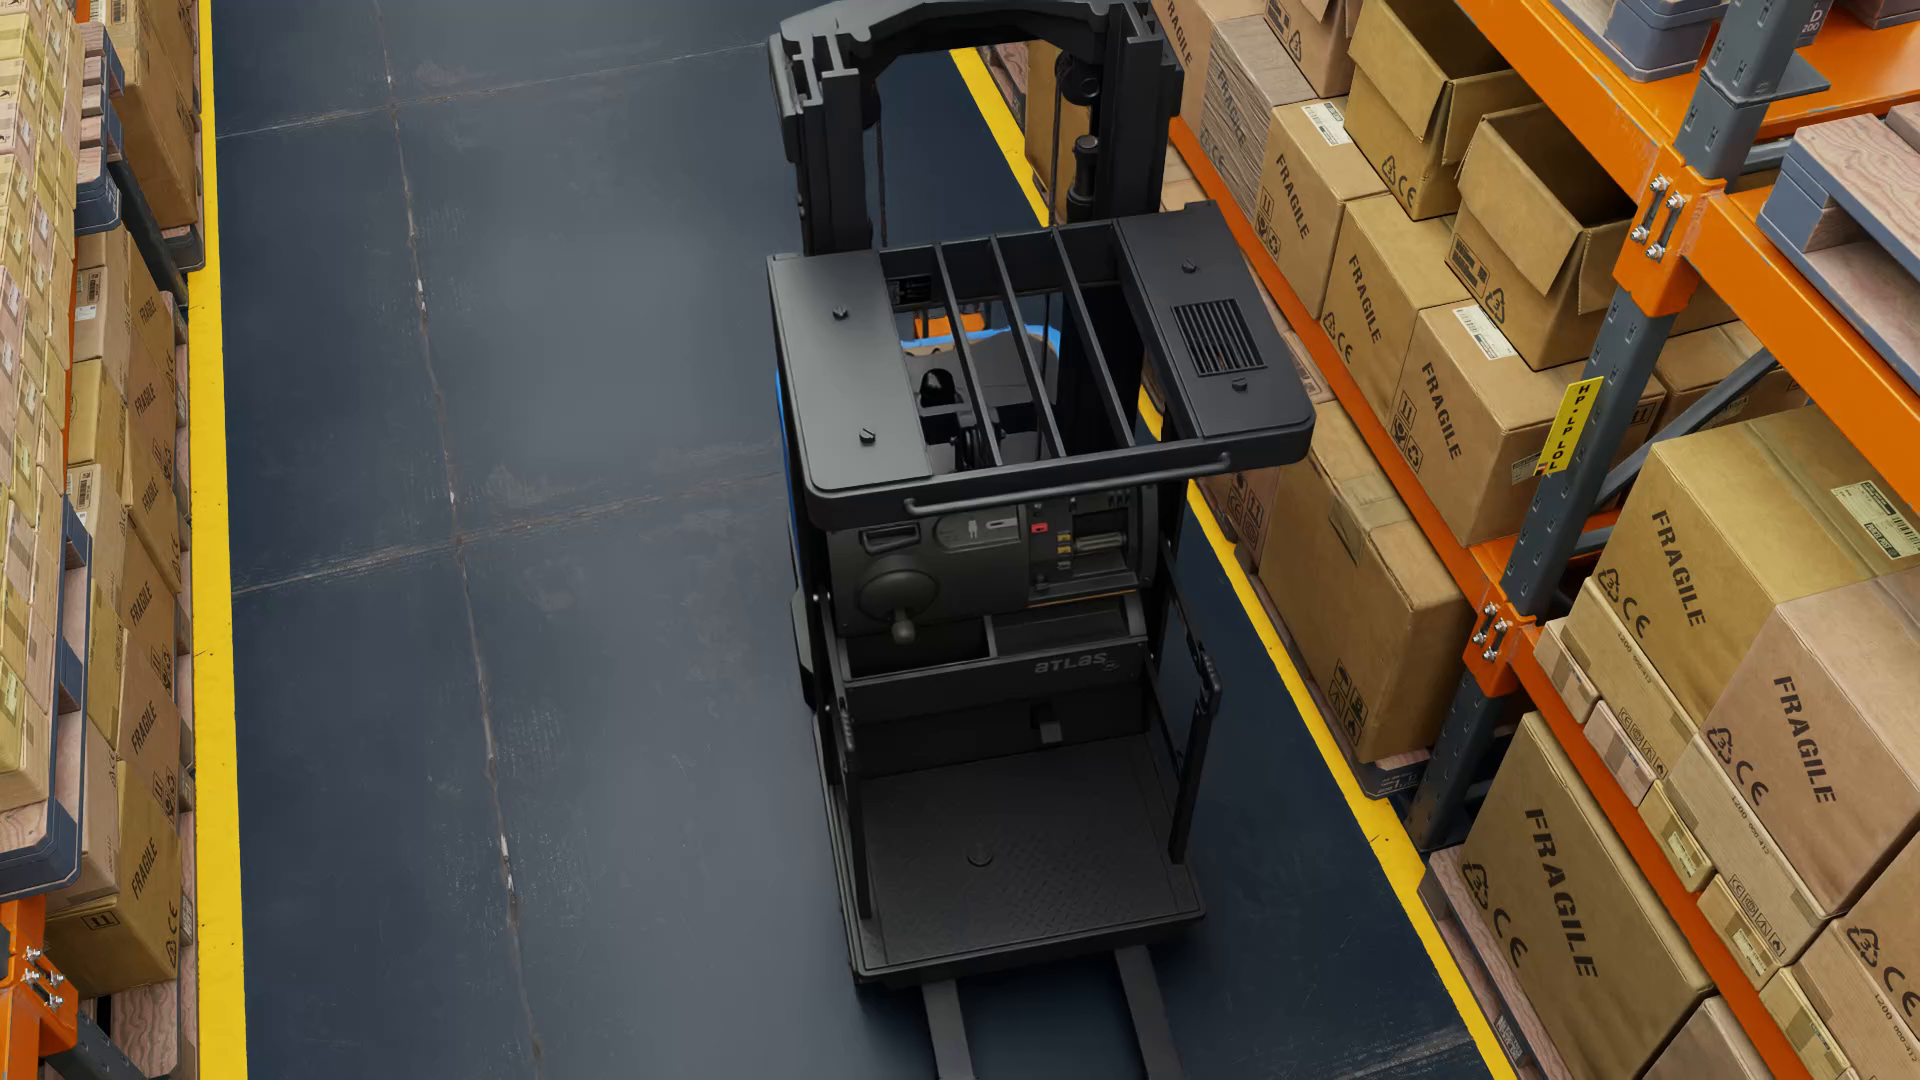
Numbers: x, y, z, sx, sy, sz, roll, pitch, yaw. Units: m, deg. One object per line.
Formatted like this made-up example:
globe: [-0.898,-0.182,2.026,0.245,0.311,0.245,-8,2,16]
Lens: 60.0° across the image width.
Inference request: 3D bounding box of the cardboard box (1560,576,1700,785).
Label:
cardboard box: [1.907,0.296,4.232,0.500,0.250,0.500,-14,51,-12]

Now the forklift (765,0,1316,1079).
forklift: [0.140,0.156,4.491,1.130,2.935,3.031,-8,50,-7]

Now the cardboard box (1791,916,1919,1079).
cardboard box: [2.208,1.037,3.607,0.500,0.250,0.500,-12,51,-10]

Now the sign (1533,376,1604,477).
sign: [1.503,-0.277,4.106,0.100,0.325,0.005,-13,51,-11]

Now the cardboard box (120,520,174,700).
cardboard box: [-3.041,0.294,5.690,0.500,0.500,0.500,-13,51,-10]

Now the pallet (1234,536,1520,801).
pallet: [1.718,0.293,6.154,1.003,0.211,1.213,-13,51,-11]

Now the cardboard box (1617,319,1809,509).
cardboard box: [2.121,-0.484,4.920,0.500,0.500,0.500,-13,51,-11]

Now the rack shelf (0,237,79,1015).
rack shelf: [-3.341,-0.240,5.251,1.077,0.370,4.000,-13,51,-11]

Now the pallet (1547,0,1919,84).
pallet: [1.700,-1.623,4.109,0.805,0.209,1.217,-15,52,-12]

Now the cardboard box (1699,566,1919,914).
cardboard box: [2.054,0.421,3.636,0.500,0.500,0.500,-13,51,-11]

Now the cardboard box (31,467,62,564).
cardboard box: [-2.658,-0.026,4.489,0.380,0.149,0.250,-13,51,-11]

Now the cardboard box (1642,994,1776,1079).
cardboard box: [2.403,1.648,4.304,0.875,0.875,0.875,-13,51,-11]

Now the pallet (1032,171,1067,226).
pallet: [0.996,-1.489,7.657,1.003,0.211,1.213,-13,51,-11]

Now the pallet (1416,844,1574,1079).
pallet: [2.168,1.413,5.211,1.003,0.211,1.213,-13,51,-11]

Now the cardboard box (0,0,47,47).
cardboard box: [-3.278,-1.741,5.546,0.380,0.149,0.250,-14,51,-11]

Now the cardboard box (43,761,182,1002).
cardboard box: [-2.715,1.059,5.045,0.500,0.500,0.500,-12,51,-10]

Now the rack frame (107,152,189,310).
rack frame: [-3.933,-1.933,6.207,1.000,3.000,0.127,-13,51,-11]

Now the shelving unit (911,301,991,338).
shelving unit: [-0.031,-0.518,6.192,0.258,1.200,0.189,-8,50,-7]

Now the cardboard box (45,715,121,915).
cardboard box: [-2.716,0.818,4.758,0.500,0.250,0.500,-15,52,-13]

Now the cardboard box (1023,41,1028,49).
cardboard box: [0.618,-2.801,8.287,0.700,0.500,0.500,-16,52,-13]

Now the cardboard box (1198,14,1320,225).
cardboard box: [1.175,-1.481,5.761,0.500,0.500,0.500,-13,51,-11]

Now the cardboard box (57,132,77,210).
cardboard box: [-3.129,-1.178,5.461,0.380,0.149,0.250,-14,51,-11]

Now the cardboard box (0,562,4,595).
cardboard box: [-2.515,0.149,3.953,0.380,0.149,0.250,-12,51,-10]

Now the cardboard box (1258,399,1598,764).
cardboard box: [1.810,0.028,5.670,1.225,0.875,0.875,-13,51,-11]

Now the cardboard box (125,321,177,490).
cardboard box: [-3.338,-0.461,6.327,0.500,0.500,0.500,-11,51,-10]

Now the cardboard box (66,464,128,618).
cardboard box: [-3.022,0.056,5.400,0.500,0.250,0.500,-12,51,-10]

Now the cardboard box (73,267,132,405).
cardboard box: [-3.320,-0.698,6.036,0.500,0.250,0.500,-13,51,-10]

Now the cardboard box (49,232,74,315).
cardboard box: [-2.973,-0.793,5.136,0.380,0.149,0.250,-12,51,-10]

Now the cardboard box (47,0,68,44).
cardboard box: [-3.352,-1.825,5.812,0.380,0.149,0.250,-12,51,-10]

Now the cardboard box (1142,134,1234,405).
cardboard box: [1.276,-1.269,6.763,1.225,0.875,0.875,-13,51,-11]

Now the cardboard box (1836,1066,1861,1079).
cardboard box: [2.172,1.260,3.680,0.380,0.149,0.250,-13,51,-11]

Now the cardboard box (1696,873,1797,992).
cardboard box: [2.024,0.889,3.993,0.380,0.149,0.250,-15,51,-12]

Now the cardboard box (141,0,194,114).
cardboard box: [-4.289,-2.446,7.837,1.050,0.750,0.750,-13,51,-10]

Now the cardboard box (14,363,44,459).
cardboard box: [-2.742,-0.317,4.540,0.380,0.149,0.250,-11,51,-10]

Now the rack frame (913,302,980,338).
rack frame: [-0.048,-0.587,6.250,0.240,1.200,0.006,-8,50,-7]

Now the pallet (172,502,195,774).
pallet: [-3.346,0.426,6.042,1.003,0.211,1.213,-13,51,-11]

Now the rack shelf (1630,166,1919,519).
rack shelf: [2.610,0.667,2.524,1.077,0.370,4.000,-13,51,-11]

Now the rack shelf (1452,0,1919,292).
rack shelf: [1.427,-2.255,4.987,1.077,0.370,4.000,-13,51,-11]

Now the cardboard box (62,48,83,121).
cardboard box: [-3.276,-1.549,5.773,0.380,0.149,0.250,-13,51,-11]

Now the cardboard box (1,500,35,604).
cardboard box: [-2.582,0.069,4.214,0.380,0.149,0.250,-12,51,-10]

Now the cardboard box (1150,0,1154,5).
cardboard box: [0.874,-2.220,6.384,0.500,0.500,0.500,-15,51,-12]

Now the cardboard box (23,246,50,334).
cardboard box: [-2.891,-0.695,4.859,0.380,0.149,0.250,-14,51,-12]

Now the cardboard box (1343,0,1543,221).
cardboard box: [1.630,-1.383,5.022,0.797,0.503,0.637,-13,51,-11]

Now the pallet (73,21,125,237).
pallet: [-3.620,-1.375,5.862,1.213,0.211,1.003,-13,51,-11]

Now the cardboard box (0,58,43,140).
cardboard box: [-3.118,-1.355,5.221,0.380,0.149,0.250,-12,51,-10]

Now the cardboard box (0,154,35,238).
cardboard box: [-2.970,-0.980,4.904,0.380,0.149,0.250,-11,51,-9]

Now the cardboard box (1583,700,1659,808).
cardboard box: [1.866,0.505,4.316,0.380,0.149,0.250,-15,51,-12]

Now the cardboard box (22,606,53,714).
cardboard box: [-2.514,0.341,4.180,0.380,0.149,0.250,-13,51,-10]

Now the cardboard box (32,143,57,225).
cardboard box: [-3.046,-1.074,5.178,0.380,0.149,0.250,-14,51,-11]

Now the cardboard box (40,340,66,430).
cardboard box: [-2.818,-0.410,4.813,0.380,0.149,0.250,-14,51,-12]

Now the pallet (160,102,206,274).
pallet: [-4.094,-1.627,7.773,1.003,0.211,1.213,-13,51,-11]

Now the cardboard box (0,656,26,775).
cardboard box: [-2.427,0.447,3.896,0.380,0.149,0.250,-13,51,-10]

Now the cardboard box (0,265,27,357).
cardboard box: [-2.810,-0.593,4.578,0.380,0.149,0.250,-12,51,-10]

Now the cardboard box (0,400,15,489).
cardboard box: [-2.660,-0.222,4.266,0.380,0.149,0.250,-14,51,-11]

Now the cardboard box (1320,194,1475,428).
cardboard box: [1.479,-0.734,5.131,0.500,0.500,0.500,-12,51,-10]

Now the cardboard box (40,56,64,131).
cardboard box: [-3.191,-1.439,5.486,0.380,0.149,0.250,-12,51,-10]

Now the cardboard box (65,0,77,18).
cardboard box: [-3.808,-2.354,6.497,0.500,0.500,0.500,-13,51,-11]

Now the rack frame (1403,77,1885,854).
rack frame: [2.018,-0.059,4.628,1.000,3.000,0.127,-13,51,-11]
